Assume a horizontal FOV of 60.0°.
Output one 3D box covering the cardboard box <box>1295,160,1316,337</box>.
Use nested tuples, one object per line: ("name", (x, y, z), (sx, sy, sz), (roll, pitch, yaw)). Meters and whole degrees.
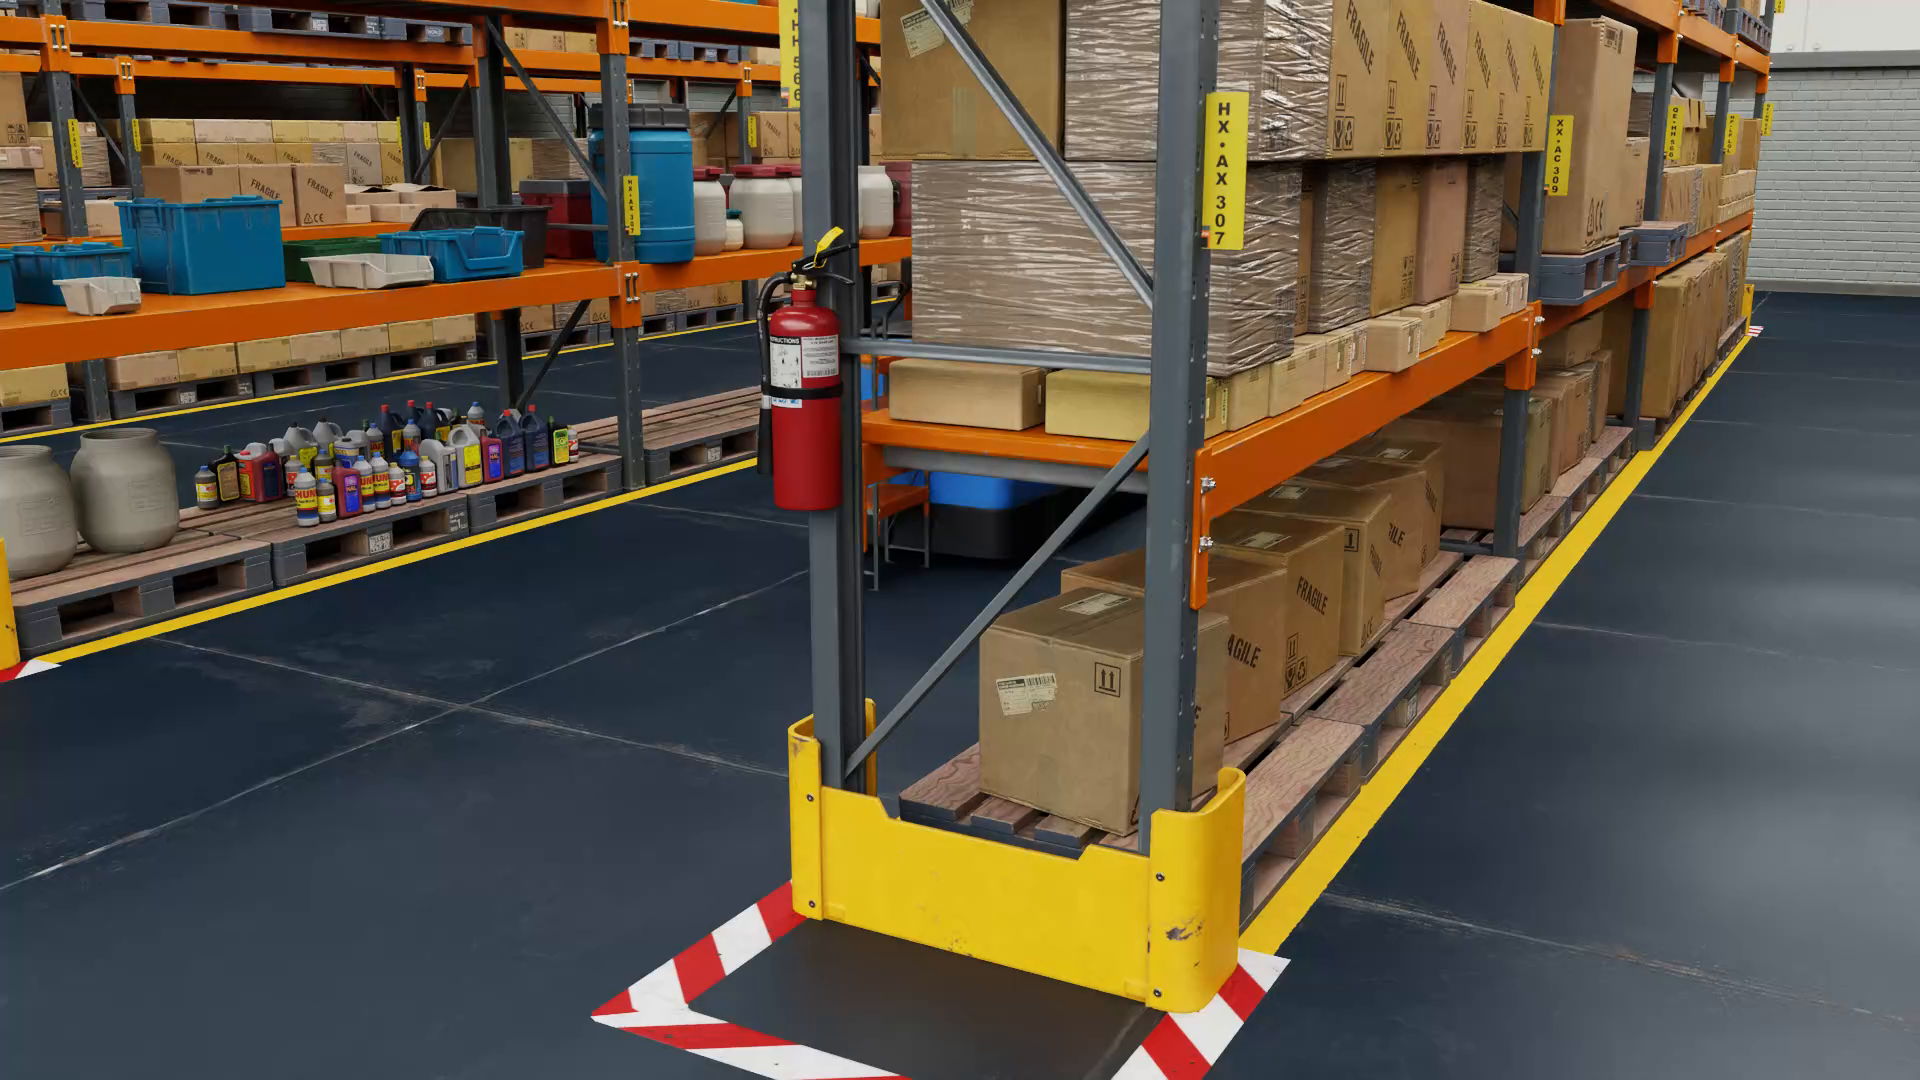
("cardboard box", (0.512, -0.843, 4.784), (0.875, 0.500, 0.500), (7, 15, 28))

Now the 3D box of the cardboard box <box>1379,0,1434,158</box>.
("cardboard box", (1.078, -1.390, 4.918), (0.500, 0.500, 0.500), (7, 15, 28))

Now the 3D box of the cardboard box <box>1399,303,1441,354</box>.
("cardboard box", (1.434, -0.739, 5.736), (0.380, 0.149, 0.250), (7, 15, 28))

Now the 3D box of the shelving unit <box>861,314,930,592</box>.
("shelving unit", (-0.365, -0.411, 7.677), (0.258, 1.200, 0.503), (7, 15, 26))

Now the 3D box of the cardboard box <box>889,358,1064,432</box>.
("cardboard box", (0.042, -0.384, 4.262), (0.380, 0.149, 0.250), (7, 15, 28))

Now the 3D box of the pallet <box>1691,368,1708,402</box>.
("pallet", (5.579, -1.364, 13.740), (1.003, 0.211, 1.213), (7, 15, 28))

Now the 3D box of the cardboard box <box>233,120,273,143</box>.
("cardboard box", (-8.113, -4.594, 18.698), (0.500, 0.250, 0.500), (7, 15, 28))

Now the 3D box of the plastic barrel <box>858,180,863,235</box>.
("plastic barrel", (-0.897, -2.359, 11.682), (0.421, 0.512, 0.421), (0, 14, 0))

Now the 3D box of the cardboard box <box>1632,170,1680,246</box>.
("cardboard box", (4.426, -2.183, 10.975), (0.500, 0.500, 0.500), (8, 16, 30))

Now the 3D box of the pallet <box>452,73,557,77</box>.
("pallet", (-6.127, -6.401, 22.473), (1.003, 0.211, 1.213), (7, 15, 28))

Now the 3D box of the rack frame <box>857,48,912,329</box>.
("rack frame", (-0.383, -2.627, 13.029), (1.000, 3.000, 0.127), (7, 15, 28))

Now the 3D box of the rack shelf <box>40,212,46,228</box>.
("rack shelf", (-10.023, -2.989, 16.067), (1.077, 0.370, 4.000), (7, 15, 28))

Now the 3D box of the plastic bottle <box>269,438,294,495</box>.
("plastic bottle", (-3.534, -0.379, 8.577), (0.152, 0.276, 0.135), (7, 15, 26))

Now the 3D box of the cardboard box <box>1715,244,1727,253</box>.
("cardboard box", (6.275, -2.184, 14.829), (0.875, 0.875, 0.875), (7, 15, 28))

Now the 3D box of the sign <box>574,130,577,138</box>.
("sign", (-5.671, -5.914, 24.648), (0.100, 0.325, 0.005), (7, 15, 28))

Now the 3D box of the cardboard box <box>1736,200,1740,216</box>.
("cardboard box", (7.072, -3.107, 15.558), (0.380, 0.149, 0.250), (7, 15, 26))

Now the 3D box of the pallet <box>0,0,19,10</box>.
("pallet", (-7.041, -3.605, 10.877), (1.003, 0.211, 1.213), (7, 15, 28))

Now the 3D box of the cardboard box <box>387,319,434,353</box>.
("cardboard box", (-5.005, -1.814, 14.631), (0.500, 0.250, 0.500), (7, 15, 27))

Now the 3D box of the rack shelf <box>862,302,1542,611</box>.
("rack shelf", (1.052, -0.485, 5.680), (1.077, 0.370, 4.000), (7, 15, 28))

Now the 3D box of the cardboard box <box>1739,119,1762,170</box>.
("cardboard box", (7.814, -4.013, 16.866), (0.500, 0.500, 0.500), (8, 16, 29))

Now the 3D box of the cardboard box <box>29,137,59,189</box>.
("cardboard box", (-9.521, -3.796, 16.729), (0.700, 0.500, 0.500), (6, 15, 23))

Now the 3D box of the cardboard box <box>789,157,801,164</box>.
("cardboard box", (-2.054, -4.237, 19.495), (0.500, 0.500, 0.500), (8, 16, 29))

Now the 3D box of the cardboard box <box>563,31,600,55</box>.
("cardboard box", (-4.038, -5.000, 16.261), (0.910, 0.500, 0.500), (7, 15, 28))

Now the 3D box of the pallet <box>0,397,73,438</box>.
("pallet", (-7.072, -0.854, 11.626), (1.003, 0.211, 1.213), (7, 15, 28))

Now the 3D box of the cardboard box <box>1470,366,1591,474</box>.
("cardboard box", (3.121, -0.692, 9.400), (0.700, 0.500, 0.500), (9, 16, 33))

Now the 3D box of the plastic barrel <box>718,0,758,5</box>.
("plastic barrel", (-1.629, -3.905, 10.863), (0.600, 0.901, 0.708), (7, 15, 28))

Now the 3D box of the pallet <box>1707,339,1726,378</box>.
("pallet", (6.322, -1.678, 15.043), (1.003, 0.211, 1.213), (7, 15, 28))

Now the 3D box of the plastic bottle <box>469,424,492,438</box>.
("plastic bottle", (-2.611, -0.503, 9.094), (0.152, 0.276, 0.135), (7, 15, 28))

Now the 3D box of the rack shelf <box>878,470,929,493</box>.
("rack shelf", (-0.365, -0.345, 7.693), (0.258, 0.148, 0.480), (7, 15, 26))

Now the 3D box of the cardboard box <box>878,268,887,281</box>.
("cardboard box", (-1.172, -3.454, 21.568), (0.380, 0.166, 0.250), (7, 15, 28))

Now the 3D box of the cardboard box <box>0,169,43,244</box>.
("cardboard box", (-6.860, -2.325, 11.564), (0.700, 0.500, 0.500), (7, 15, 27))

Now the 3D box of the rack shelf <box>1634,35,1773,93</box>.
("rack shelf", (6.853, -4.405, 15.540), (1.077, 0.370, 4.000), (7, 15, 28))

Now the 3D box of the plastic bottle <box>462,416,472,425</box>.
("plastic bottle", (-2.904, -0.623, 9.750), (0.097, 0.201, 0.097), (0, 14, 0))

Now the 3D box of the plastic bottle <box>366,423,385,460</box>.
("plastic bottle", (-3.200, -0.502, 9.098), (0.097, 0.271, 0.097), (0, 14, 0))

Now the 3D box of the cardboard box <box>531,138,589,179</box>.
("cardboard box", (-3.903, -3.750, 16.577), (0.700, 0.500, 0.500), (11, 17, 38))

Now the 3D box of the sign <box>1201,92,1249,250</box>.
("sign", (0.560, -0.784, 3.537), (0.100, 0.325, 0.005), (7, 15, 28))

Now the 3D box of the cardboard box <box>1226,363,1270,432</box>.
("cardboard box", (0.569, -0.383, 4.257), (0.380, 0.149, 0.250), (7, 15, 28))

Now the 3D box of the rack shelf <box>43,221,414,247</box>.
("rack shelf", (-5.685, -2.429, 13.742), (1.077, 0.370, 4.000), (7, 15, 28))

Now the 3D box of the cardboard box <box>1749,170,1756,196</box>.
("cardboard box", (7.818, -3.649, 16.955), (0.500, 0.250, 0.500), (7, 15, 27))

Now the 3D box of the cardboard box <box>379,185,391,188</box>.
("cardboard box", (-7.139, -4.302, 20.470), (0.380, 0.149, 0.250), (8, 16, 29))

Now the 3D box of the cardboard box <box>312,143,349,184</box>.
("cardboard box", (-7.613, -4.442, 19.667), (0.500, 0.500, 0.500), (7, 15, 28))

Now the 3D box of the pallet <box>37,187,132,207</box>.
("pallet", (-9.307, -3.498, 17.051), (1.213, 0.211, 1.003), (7, 15, 28))

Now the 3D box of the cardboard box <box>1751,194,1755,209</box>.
("cardboard box", (7.936, -3.474, 17.081), (0.380, 0.149, 0.250), (8, 16, 29))

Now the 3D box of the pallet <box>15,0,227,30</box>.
("pallet", (-6.236, -3.916, 12.384), (0.805, 0.209, 1.217), (7, 15, 26))

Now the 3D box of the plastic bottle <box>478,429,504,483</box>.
("plastic bottle", (-2.511, -0.457, 8.887), (0.061, 0.283, 0.133), (9, 16, 32))

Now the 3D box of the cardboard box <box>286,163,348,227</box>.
("cardboard box", (-5.515, -2.891, 13.913), (0.500, 0.500, 0.500), (6, 15, 25))

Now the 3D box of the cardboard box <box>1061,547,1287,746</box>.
("cardboard box", (0.661, 0.334, 5.186), (0.500, 0.500, 0.500), (13, 19, 43))

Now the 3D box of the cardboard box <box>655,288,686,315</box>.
("cardboard box", (-3.261, -2.671, 17.608), (0.500, 0.500, 0.500), (8, 16, 29))

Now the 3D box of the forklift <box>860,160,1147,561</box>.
("forklift", (0.435, -1.625, 9.020), (1.130, 2.935, 3.031), (7, 15, 26))

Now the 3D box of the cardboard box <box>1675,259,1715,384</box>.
("cardboard box", (5.163, -1.741, 12.990), (1.225, 0.875, 0.875), (7, 15, 26))

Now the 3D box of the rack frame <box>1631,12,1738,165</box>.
("rack frame", (5.886, -2.886, 14.105), (1.000, 3.000, 0.127), (7, 15, 28))

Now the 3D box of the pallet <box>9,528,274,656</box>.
("pallet", (-3.858, 0.183, 7.324), (1.003, 0.211, 1.213), (7, 15, 28))

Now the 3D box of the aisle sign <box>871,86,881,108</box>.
("aisle sign", (-1.074, -6.141, 22.060), (0.394, 0.787, 0.004), (7, 15, 28))

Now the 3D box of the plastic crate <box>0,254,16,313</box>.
("plastic crate", (-4.271, -1.050, 6.805), (0.499, 0.251, 0.616), (7, 15, 28))

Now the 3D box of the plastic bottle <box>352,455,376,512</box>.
("plastic bottle", (-2.936, -0.280, 8.177), (0.097, 0.271, 0.097), (0, 14, 0))
